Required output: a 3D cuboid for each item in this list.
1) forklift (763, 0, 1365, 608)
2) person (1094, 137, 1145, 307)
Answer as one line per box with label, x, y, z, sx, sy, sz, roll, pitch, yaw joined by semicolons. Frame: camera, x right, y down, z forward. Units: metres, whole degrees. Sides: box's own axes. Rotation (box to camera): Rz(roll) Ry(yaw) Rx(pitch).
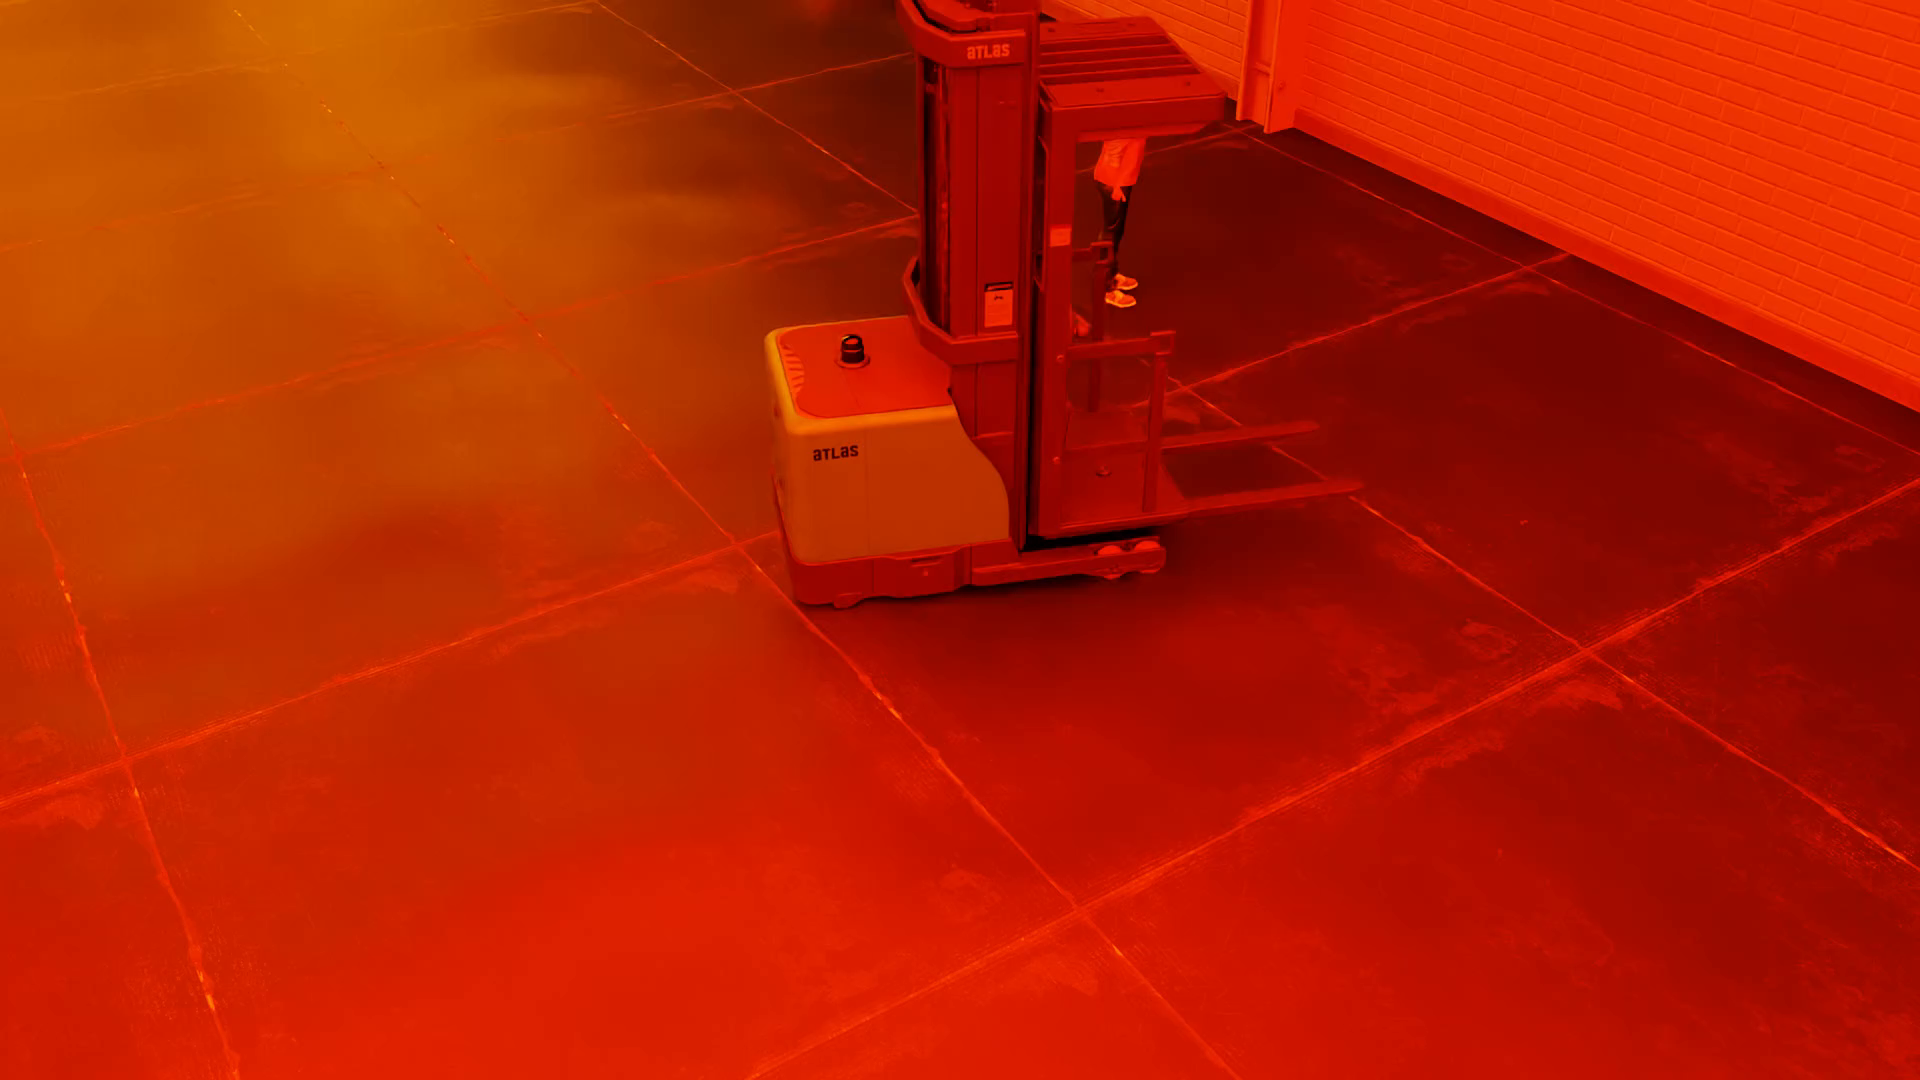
forklift;0.572;-1.294;7.990;3.031;2.935;1.130;-7;36;-10
person;1.016;-2.292;10.568;0.331;1.602;0.411;6;36;8
